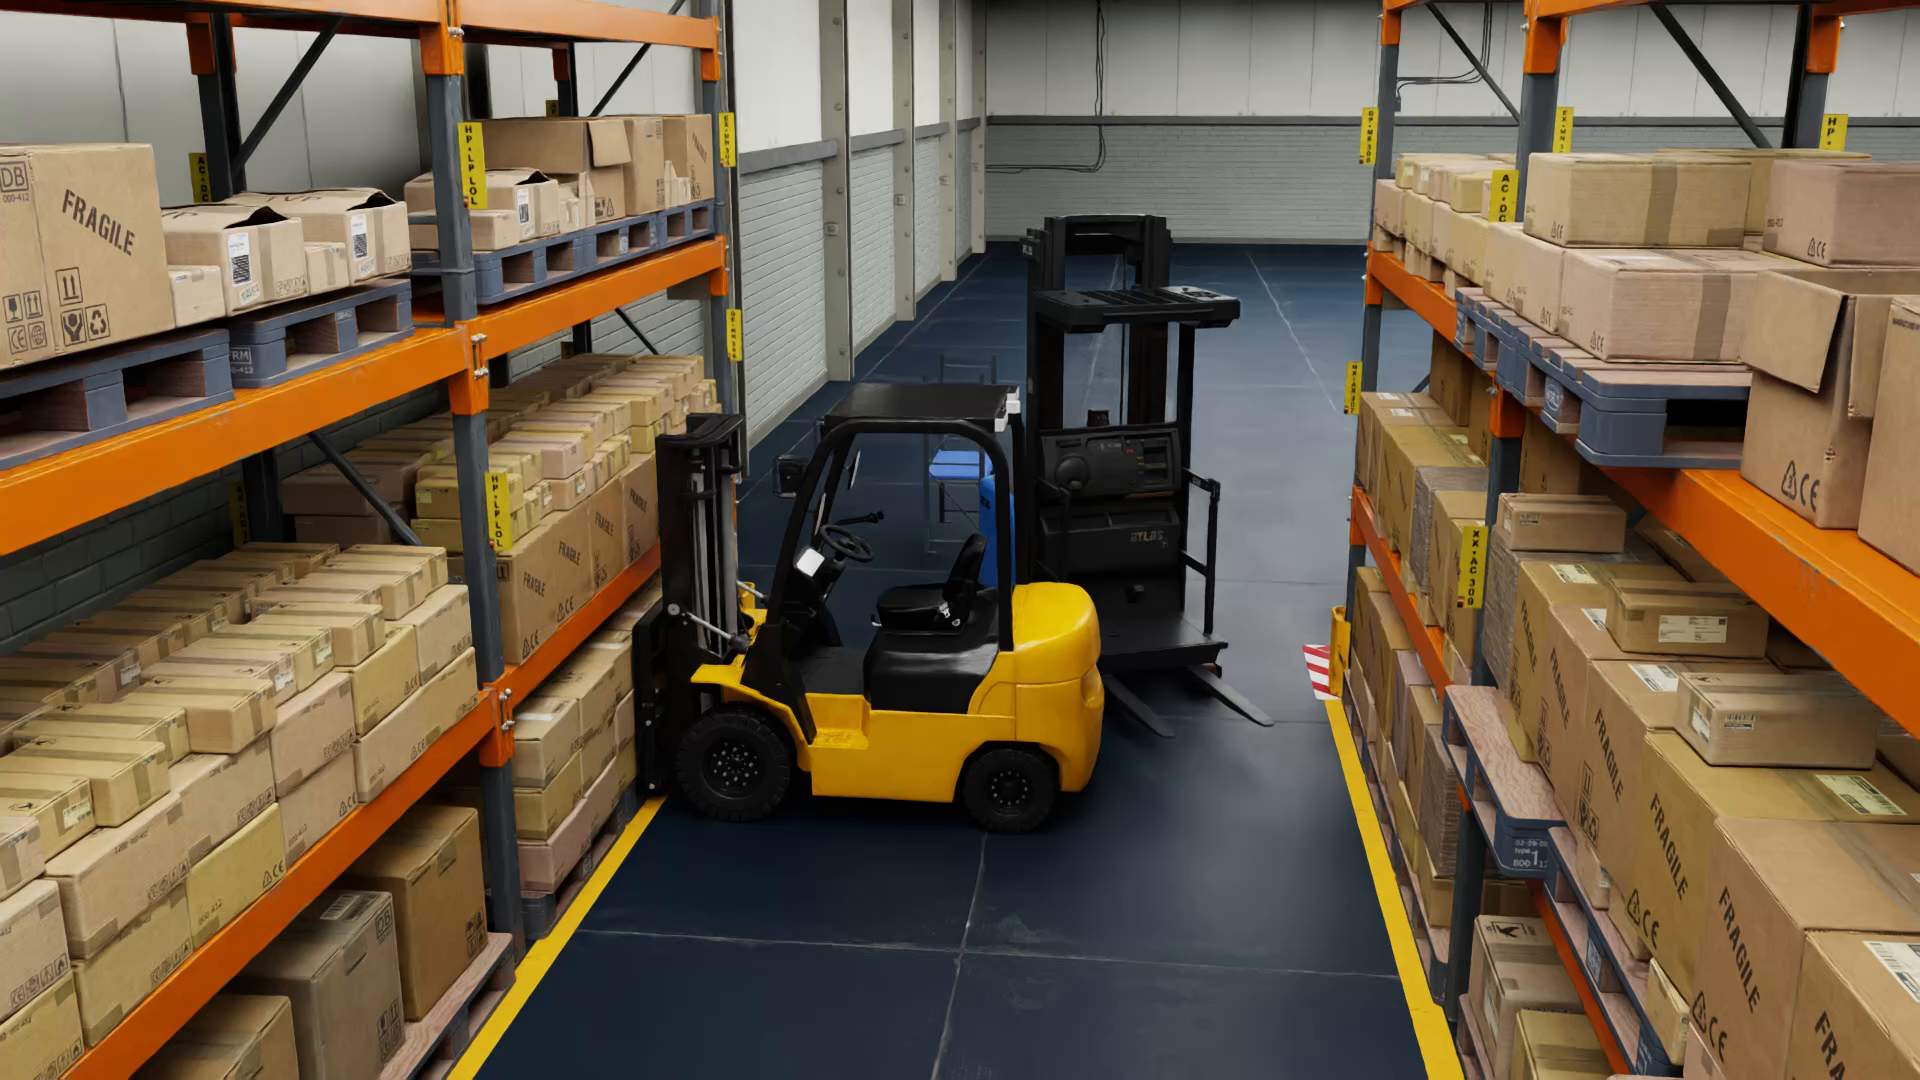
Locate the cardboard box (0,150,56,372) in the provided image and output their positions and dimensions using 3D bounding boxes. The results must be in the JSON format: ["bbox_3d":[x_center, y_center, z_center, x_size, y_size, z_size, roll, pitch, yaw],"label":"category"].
[{"bbox_3d":[-2.595,-0.634,3.825,0.700,0.500,0.500,1,15,5],"label":"cardboard box"}]

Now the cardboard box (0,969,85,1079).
[{"bbox_3d":[-2.522,1.262,4.035,0.500,0.250,0.500,1,15,5],"label":"cardboard box"}]

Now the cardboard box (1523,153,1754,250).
[{"bbox_3d":[1.997,-1.014,4.946,0.500,0.250,0.500,1,15,5],"label":"cardboard box"}]

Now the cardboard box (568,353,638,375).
[{"bbox_3d":[-2.224,-1.071,10.372,0.380,0.149,0.250,1,15,5],"label":"cardboard box"}]

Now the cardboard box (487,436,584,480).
[{"bbox_3d":[-2.003,-0.389,7.850,0.380,0.149,0.250,2,15,8],"label":"cardboard box"}]

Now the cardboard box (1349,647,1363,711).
[{"bbox_3d":[2.593,0.824,9.831,0.500,0.250,0.500,2,15,6],"label":"cardboard box"}]

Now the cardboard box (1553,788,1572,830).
[{"bbox_3d":[2.068,0.794,5.155,0.380,0.149,0.250,2,15,7],"label":"cardboard box"}]

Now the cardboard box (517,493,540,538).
[{"bbox_3d":[-2.100,-0.113,7.399,0.380,0.149,0.250,2,15,8],"label":"cardboard box"}]

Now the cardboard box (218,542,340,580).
[{"bbox_3d":[-2.678,0.114,6.559,0.380,0.149,0.250,1,15,5],"label":"cardboard box"}]

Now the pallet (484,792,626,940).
[{"bbox_3d":[-2.294,1.532,8.093,1.003,0.211,1.213,2,15,6],"label":"pallet"}]

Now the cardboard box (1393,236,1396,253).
[{"bbox_3d":[2.658,-1.681,9.367,0.380,0.149,0.250,1,15,4],"label":"cardboard box"}]

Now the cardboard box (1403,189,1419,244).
[{"bbox_3d":[2.537,-1.633,8.426,0.500,0.250,0.500,2,15,8],"label":"cardboard box"}]

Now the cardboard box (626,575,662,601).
[{"bbox_3d":[-1.814,0.388,9.530,0.500,0.250,0.500,2,15,7],"label":"cardboard box"}]

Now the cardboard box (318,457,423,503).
[{"bbox_3d":[-2.620,-0.270,7.410,0.380,0.149,0.250,1,15,5],"label":"cardboard box"}]

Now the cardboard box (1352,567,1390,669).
[{"bbox_3d":[2.591,0.468,9.710,0.500,0.500,0.500,1,15,4],"label":"cardboard box"}]

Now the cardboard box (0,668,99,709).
[{"bbox_3d":[-2.896,0.508,5.102,0.380,0.149,0.250,2,15,7],"label":"cardboard box"}]

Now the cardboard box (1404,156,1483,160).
[{"bbox_3d":[2.614,-1.998,9.012,0.380,0.149,0.250,2,15,6],"label":"cardboard box"}]

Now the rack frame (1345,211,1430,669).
[{"bbox_3d":[2.959,-0.502,10.270,1.000,3.000,0.127,2,15,6],"label":"rack frame"}]

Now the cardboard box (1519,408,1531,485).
[{"bbox_3d":[2.935,-0.508,7.616,0.700,0.500,0.500,1,15,5],"label":"cardboard box"}]

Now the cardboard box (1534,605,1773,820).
[{"bbox_3d":[2.044,0.512,4.955,0.500,0.500,0.500,2,15,6],"label":"cardboard box"}]

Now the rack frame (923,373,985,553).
[{"bbox_3d":[-0.048,-0.614,13.561,0.500,1.500,0.032,2,15,6],"label":"rack frame"}]

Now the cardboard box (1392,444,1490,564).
[{"bbox_3d":[2.469,-0.180,8.320,0.500,0.500,0.500,1,15,5],"label":"cardboard box"}]

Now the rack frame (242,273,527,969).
[{"bbox_3d":[-2.425,0.391,6.971,1.000,3.000,0.127,2,15,6],"label":"rack frame"}]

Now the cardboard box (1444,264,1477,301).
[{"bbox_3d":[2.370,-1.148,7.396,0.380,0.149,0.250,2,15,8],"label":"cardboard box"}]

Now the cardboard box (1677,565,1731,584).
[{"bbox_3d":[2.629,0.396,5.383,0.500,0.500,0.500,2,15,7],"label":"cardboard box"}]

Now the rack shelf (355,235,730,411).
[{"bbox_3d":[-2.199,-1.229,8.592,1.077,0.370,4.000,2,15,6],"label":"rack shelf"}]

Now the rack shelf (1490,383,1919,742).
[{"bbox_3d":[2.282,-0.046,4.218,1.077,0.370,4.000,2,15,6],"label":"rack shelf"}]

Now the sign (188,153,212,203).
[{"bbox_3d":[-2.977,-1.361,6.561,0.100,0.325,0.005,2,15,6],"label":"sign"}]

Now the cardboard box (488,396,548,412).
[{"bbox_3d":[-2.427,-0.671,8.892,0.380,0.149,0.250,2,15,7],"label":"cardboard box"}]

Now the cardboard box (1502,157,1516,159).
[{"bbox_3d":[3.136,-1.984,8.961,0.380,0.149,0.250,2,15,6],"label":"cardboard box"}]

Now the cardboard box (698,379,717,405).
[{"bbox_3d":[-1.734,-0.910,10.347,0.380,0.149,0.250,2,15,7],"label":"cardboard box"}]

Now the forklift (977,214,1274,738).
[{"bbox_3d":[1.032,-0.506,10.419,1.130,2.935,3.031,-4,16,-16],"label":"forklift"}]

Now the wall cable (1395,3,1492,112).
[{"bbox_3d":[11.515,-13.253,39.418,2.305,6.003,0.169,2,15,6],"label":"wall cable"}]

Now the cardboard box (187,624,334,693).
[{"bbox_3d":[-2.324,0.392,5.532,0.380,0.149,0.250,1,15,5],"label":"cardboard box"}]

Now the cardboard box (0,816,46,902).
[{"bbox_3d":[-2.498,0.788,4.068,0.380,0.149,0.250,2,15,7],"label":"cardboard box"}]

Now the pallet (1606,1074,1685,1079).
[{"bbox_3d":[2.031,1.478,3.317,1.213,0.211,1.003,2,15,6],"label":"pallet"}]

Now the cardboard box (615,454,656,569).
[{"bbox_3d":[-1.939,-0.162,8.822,0.500,0.500,0.500,2,15,7],"label":"cardboard box"}]

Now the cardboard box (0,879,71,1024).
[{"bbox_3d":[-2.526,1.021,3.968,0.500,0.250,0.500,2,15,8],"label":"cardboard box"}]

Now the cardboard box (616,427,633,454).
[{"bbox_3d":[-1.972,-0.515,8.884,0.380,0.149,0.250,2,15,6],"label":"cardboard box"}]

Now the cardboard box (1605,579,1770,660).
[{"bbox_3d":[2.083,0.225,4.777,0.380,0.149,0.250,3,15,9],"label":"cardboard box"}]

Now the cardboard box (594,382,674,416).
[{"bbox_3d":[-1.825,-0.786,9.318,0.380,0.149,0.250,2,15,8],"label":"cardboard box"}]

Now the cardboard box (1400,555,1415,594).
[{"bbox_3d":[2.404,0.168,8.276,0.380,0.149,0.250,2,15,7],"label":"cardboard box"}]

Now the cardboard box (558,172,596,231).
[{"bbox_3d":[-1.956,-1.619,7.920,0.396,0.266,0.258,1,15,5],"label":"cardboard box"}]

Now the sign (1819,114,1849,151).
[{"bbox_3d":[3.059,-1.336,5.866,0.100,0.325,0.005,2,15,6],"label":"sign"}]

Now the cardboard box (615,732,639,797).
[{"bbox_3d":[-1.957,1.134,8.686,0.500,0.250,0.500,2,15,7],"label":"cardboard box"}]

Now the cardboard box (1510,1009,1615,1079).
[{"bbox_3d":[2.373,1.924,5.529,0.950,0.372,0.625,3,15,10],"label":"cardboard box"}]

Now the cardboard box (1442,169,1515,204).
[{"bbox_3d":[2.406,-1.603,7.551,0.380,0.149,0.250,2,15,7],"label":"cardboard box"}]

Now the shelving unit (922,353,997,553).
[{"bbox_3d":[0.010,-0.746,14.048,0.538,1.500,1.048,2,15,6],"label":"shelving unit"}]

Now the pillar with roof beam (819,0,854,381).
[{"bbox_3d":[2.684,-6.374,20.496,9.100,9.000,0.400,2,15,6],"label":"pillar with roof beam"}]
